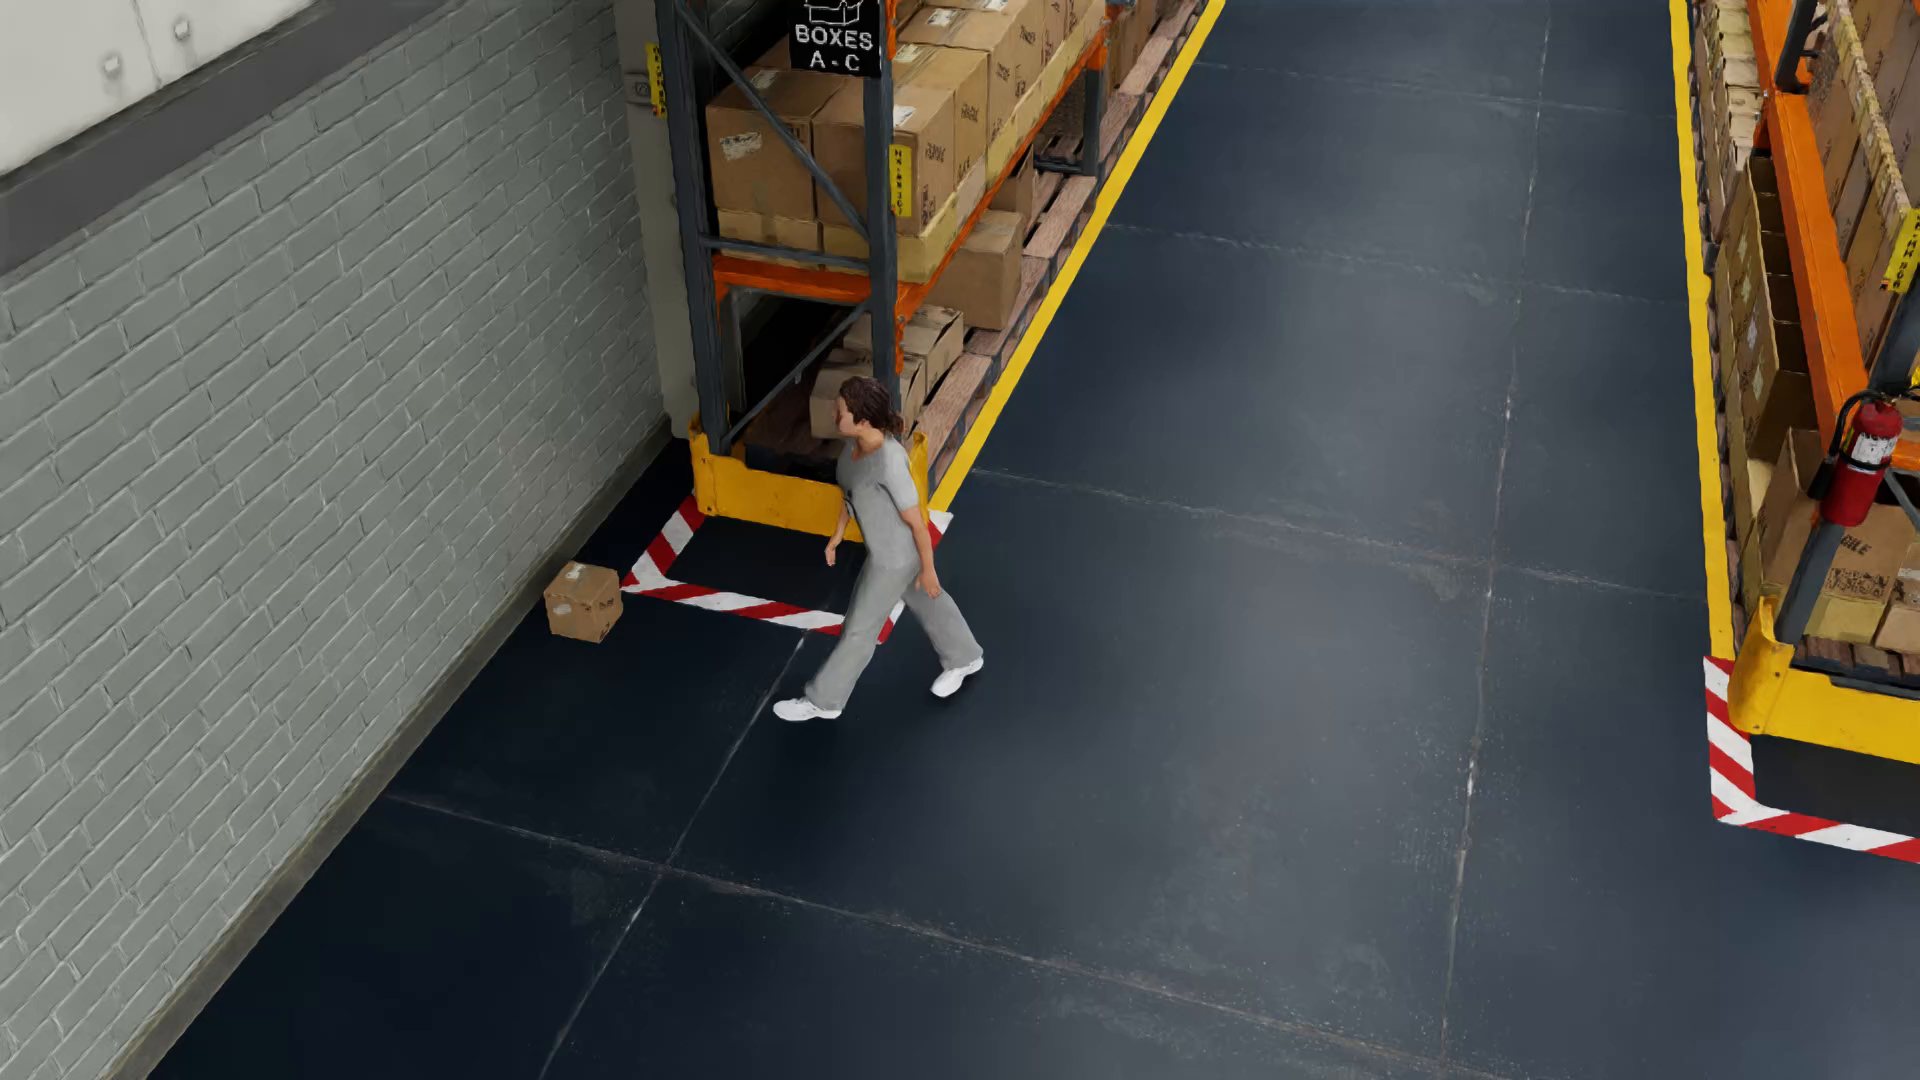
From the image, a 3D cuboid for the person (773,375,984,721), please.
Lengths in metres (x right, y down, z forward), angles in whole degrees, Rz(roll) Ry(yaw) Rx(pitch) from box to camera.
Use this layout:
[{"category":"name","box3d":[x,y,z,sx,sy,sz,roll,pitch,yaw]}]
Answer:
[{"category":"person","box3d":[-0.351,0.033,6.845,0.953,1.619,0.470,-5,38,-7]}]
